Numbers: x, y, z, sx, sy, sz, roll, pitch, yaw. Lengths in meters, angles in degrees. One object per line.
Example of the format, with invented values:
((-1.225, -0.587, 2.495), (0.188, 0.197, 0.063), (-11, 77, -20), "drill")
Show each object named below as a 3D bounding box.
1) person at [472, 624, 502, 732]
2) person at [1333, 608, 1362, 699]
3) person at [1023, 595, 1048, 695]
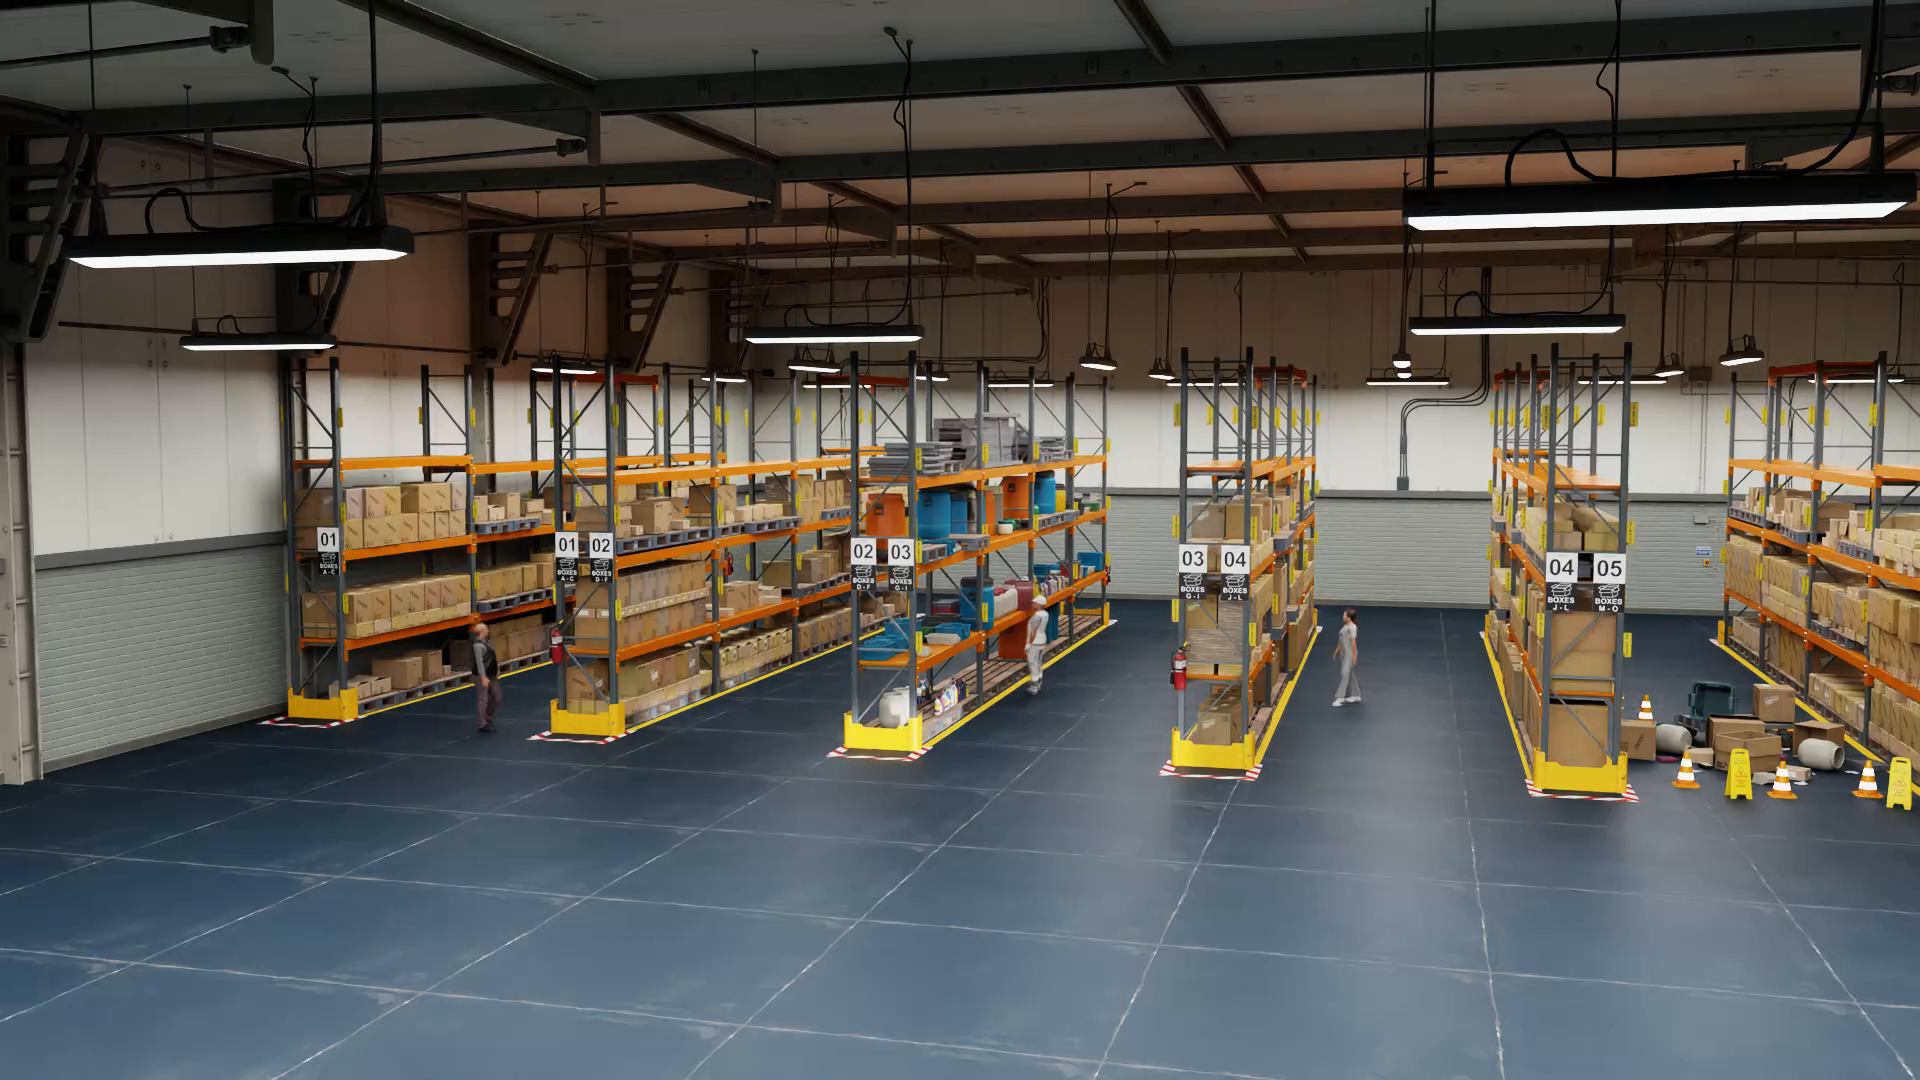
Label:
((-7.608, 2.197, 26.624), (0.434, 1.721, 0.576), (1, 4, 13), "person")
((6.789, 1.991, 29.165), (0.652, 1.585, 0.512), (-2, 5, -26), "person")
((1.317, 1.889, 30.050), (0.512, 1.796, 0.561), (2, 5, 26), "person")
